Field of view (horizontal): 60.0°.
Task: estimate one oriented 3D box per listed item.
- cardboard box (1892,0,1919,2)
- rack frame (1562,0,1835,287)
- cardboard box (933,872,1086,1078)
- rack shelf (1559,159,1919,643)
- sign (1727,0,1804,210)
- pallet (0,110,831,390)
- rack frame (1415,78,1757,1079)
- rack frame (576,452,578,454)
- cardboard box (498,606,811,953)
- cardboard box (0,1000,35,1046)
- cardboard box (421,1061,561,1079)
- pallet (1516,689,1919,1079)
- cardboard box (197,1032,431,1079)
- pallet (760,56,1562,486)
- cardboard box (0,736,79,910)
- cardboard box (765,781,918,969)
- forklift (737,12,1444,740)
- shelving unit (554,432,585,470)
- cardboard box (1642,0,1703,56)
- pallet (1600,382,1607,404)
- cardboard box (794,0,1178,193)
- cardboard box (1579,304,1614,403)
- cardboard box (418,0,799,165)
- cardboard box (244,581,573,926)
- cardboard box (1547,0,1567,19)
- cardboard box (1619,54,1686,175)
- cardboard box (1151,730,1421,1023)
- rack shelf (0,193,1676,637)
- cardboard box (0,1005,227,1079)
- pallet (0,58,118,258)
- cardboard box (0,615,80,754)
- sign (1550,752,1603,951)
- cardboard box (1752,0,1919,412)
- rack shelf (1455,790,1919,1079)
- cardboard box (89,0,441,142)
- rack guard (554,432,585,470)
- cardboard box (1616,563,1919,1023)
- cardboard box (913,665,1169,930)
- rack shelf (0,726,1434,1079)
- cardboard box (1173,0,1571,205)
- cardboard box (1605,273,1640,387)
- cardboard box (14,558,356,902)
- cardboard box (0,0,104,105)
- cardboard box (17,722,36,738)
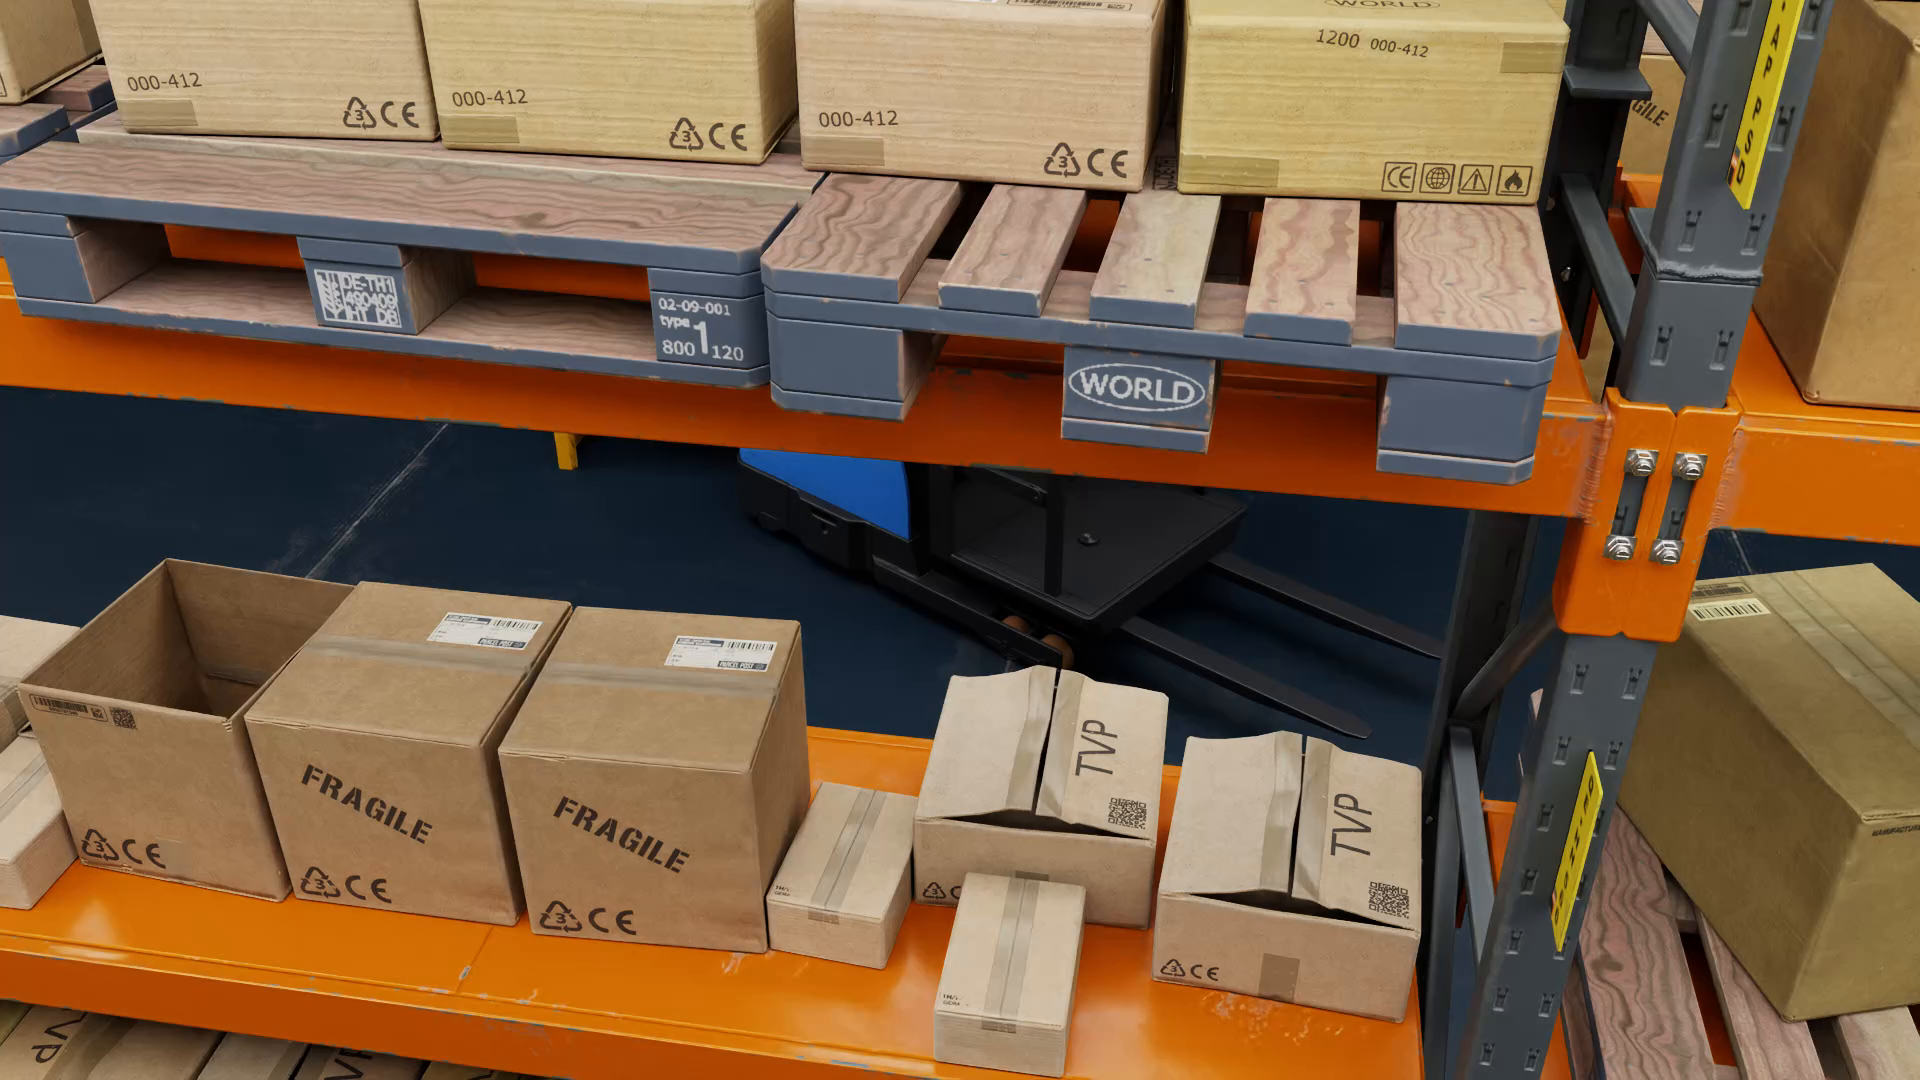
[{"bbox_3d":[1.466,-1.013,2.177,0.500,0.500,0.500,5,32,8],"label":"cardboard box"},{"bbox_3d":[1.037,-1.860,1.740,0.127,3.000,1.000,5,32,8],"label":"rack frame"},{"bbox_3d":[0.104,0.854,3.296,0.250,0.149,0.380,5,32,8],"label":"cardboard box"},{"bbox_3d":[3.008,-0.105,2.442,4.000,0.370,1.077,5,32,8],"label":"rack shelf"},{"bbox_3d":[0.935,-0.552,1.915,0.005,0.325,0.100,5,32,8],"label":"sign"},{"bbox_3d":[-0.750,-0.621,2.765,1.213,0.211,1.003,7,33,10],"label":"pallet"},{"bbox_3d":[1.037,0.683,3.332,0.127,3.000,1.000,5,32,8],"label":"rack frame"},{"bbox_3d":[-1.808,-1.120,7.626,0.032,1.500,0.500,6,32,9],"label":"rack frame"},{"bbox_3d":[-0.620,0.499,3.531,0.500,0.500,0.500,3,32,6],"label":"cardboard box"},{"bbox_3d":[-2.541,1.243,4.104,0.500,0.311,0.500,5,32,8],"label":"cardboard box"},{"bbox_3d":[-1.025,1.379,3.886,0.500,0.311,0.500,6,33,10],"label":"cardboard box"},{"bbox_3d":[1.717,0.788,3.345,1.003,0.211,1.213,5,32,8],"label":"pallet"},{"bbox_3d":[-1.538,1.336,3.956,0.500,0.311,0.500,4,32,7],"label":"cardboard box"},{"bbox_3d":[0.353,-0.522,2.608,1.003,0.211,1.213,7,33,10],"label":"pallet"},{"bbox_3d":[-2.067,0.618,3.672,0.250,0.149,0.380,5,32,8],"label":"cardboard box"},{"bbox_3d":[-0.230,0.705,3.533,0.250,0.149,0.380,8,33,12],"label":"cardboard box"},{"bbox_3d":[0.471,-1.026,6.127,3.031,2.935,1.130,25,40,34],"label":"forklift"},{"bbox_3d":[-1.299,-1.070,7.546,1.083,1.500,0.587,6,32,9],"label":"shelving unit"},{"bbox_3d":[2.801,-2.180,6.806,0.500,0.250,0.500,5,32,8],"label":"cardboard box"},{"bbox_3d":[2.631,-0.616,8.036,1.213,0.211,1.003,5,32,8],"label":"pallet"},{"bbox_3d":[0.060,-0.751,2.542,0.500,0.250,0.500,6,33,10],"label":"cardboard box"},{"bbox_3d":[2.569,-1.041,7.716,0.750,0.750,0.750,5,32,8],"label":"cardboard box"},{"bbox_3d":[-0.502,-0.808,2.633,0.500,0.250,0.500,5,32,7],"label":"cardboard box"},{"bbox_3d":[-1.139,0.452,3.606,0.500,0.500,0.500,5,32,8],"label":"cardboard box"},{"bbox_3d":[2.299,-2.225,6.877,0.500,0.250,0.500,6,33,9],"label":"cardboard box"},{"bbox_3d":[2.817,-1.856,6.995,0.500,0.500,0.500,6,33,10],"label":"cardboard box"},{"bbox_3d":[0.686,0.665,3.444,0.500,0.311,0.500,7,33,11],"label":"cardboard box"},{"bbox_3d":[-0.935,-0.462,3.012,4.000,0.370,1.077,5,32,8],"label":"rack shelf"},{"bbox_3d":[-2.048,1.290,4.029,0.500,0.311,0.500,5,32,8],"label":"cardboard box"},{"bbox_3d":[-2.034,-0.793,3.042,1.217,0.209,0.805,4,32,6],"label":"pallet"},{"bbox_3d":[-2.413,0.411,3.908,0.500,0.250,0.500,7,33,11],"label":"cardboard box"},{"bbox_3d":[0.947,0.483,2.560,0.005,0.325,0.100,5,32,8],"label":"sign"},{"bbox_3d":[1.473,-0.610,2.475,0.500,0.500,0.910,5,32,8],"label":"cardboard box"},{"bbox_3d":[3.008,1.166,3.237,4.000,0.370,1.077,5,32,8],"label":"rack shelf"},{"bbox_3d":[-1.032,-0.857,2.711,0.500,0.250,0.500,3,32,4],"label":"cardboard box"},{"bbox_3d":[-1.789,-0.588,7.954,0.087,0.250,0.587,6,32,9],"label":"rack guard"},{"bbox_3d":[1.677,0.460,3.198,0.500,0.500,0.700,-5,32,-8],"label":"cardboard box"},{"bbox_3d":[0.188,0.540,3.645,0.500,0.311,0.500,5,32,8],"label":"cardboard box"},{"bbox_3d":[-0.935,0.809,3.808,4.000,0.370,1.077,5,32,8],"label":"rack shelf"},{"bbox_3d":[0.580,-0.714,2.482,0.500,0.250,0.500,3,32,5],"label":"cardboard box"},{"bbox_3d":[3.432,-0.959,7.586,0.750,0.750,0.750,5,32,8],"label":"cardboard box"},{"bbox_3d":[-1.632,0.408,3.677,0.500,0.500,0.500,7,33,12],"label":"cardboard box"},{"bbox_3d":[-1.758,-0.952,2.863,0.500,0.250,0.500,2,32,3],"label":"cardboard box"},{"bbox_3d":[-2.008,0.365,3.966,0.258,0.266,0.396,4,32,7],"label":"cardboard box"}]
